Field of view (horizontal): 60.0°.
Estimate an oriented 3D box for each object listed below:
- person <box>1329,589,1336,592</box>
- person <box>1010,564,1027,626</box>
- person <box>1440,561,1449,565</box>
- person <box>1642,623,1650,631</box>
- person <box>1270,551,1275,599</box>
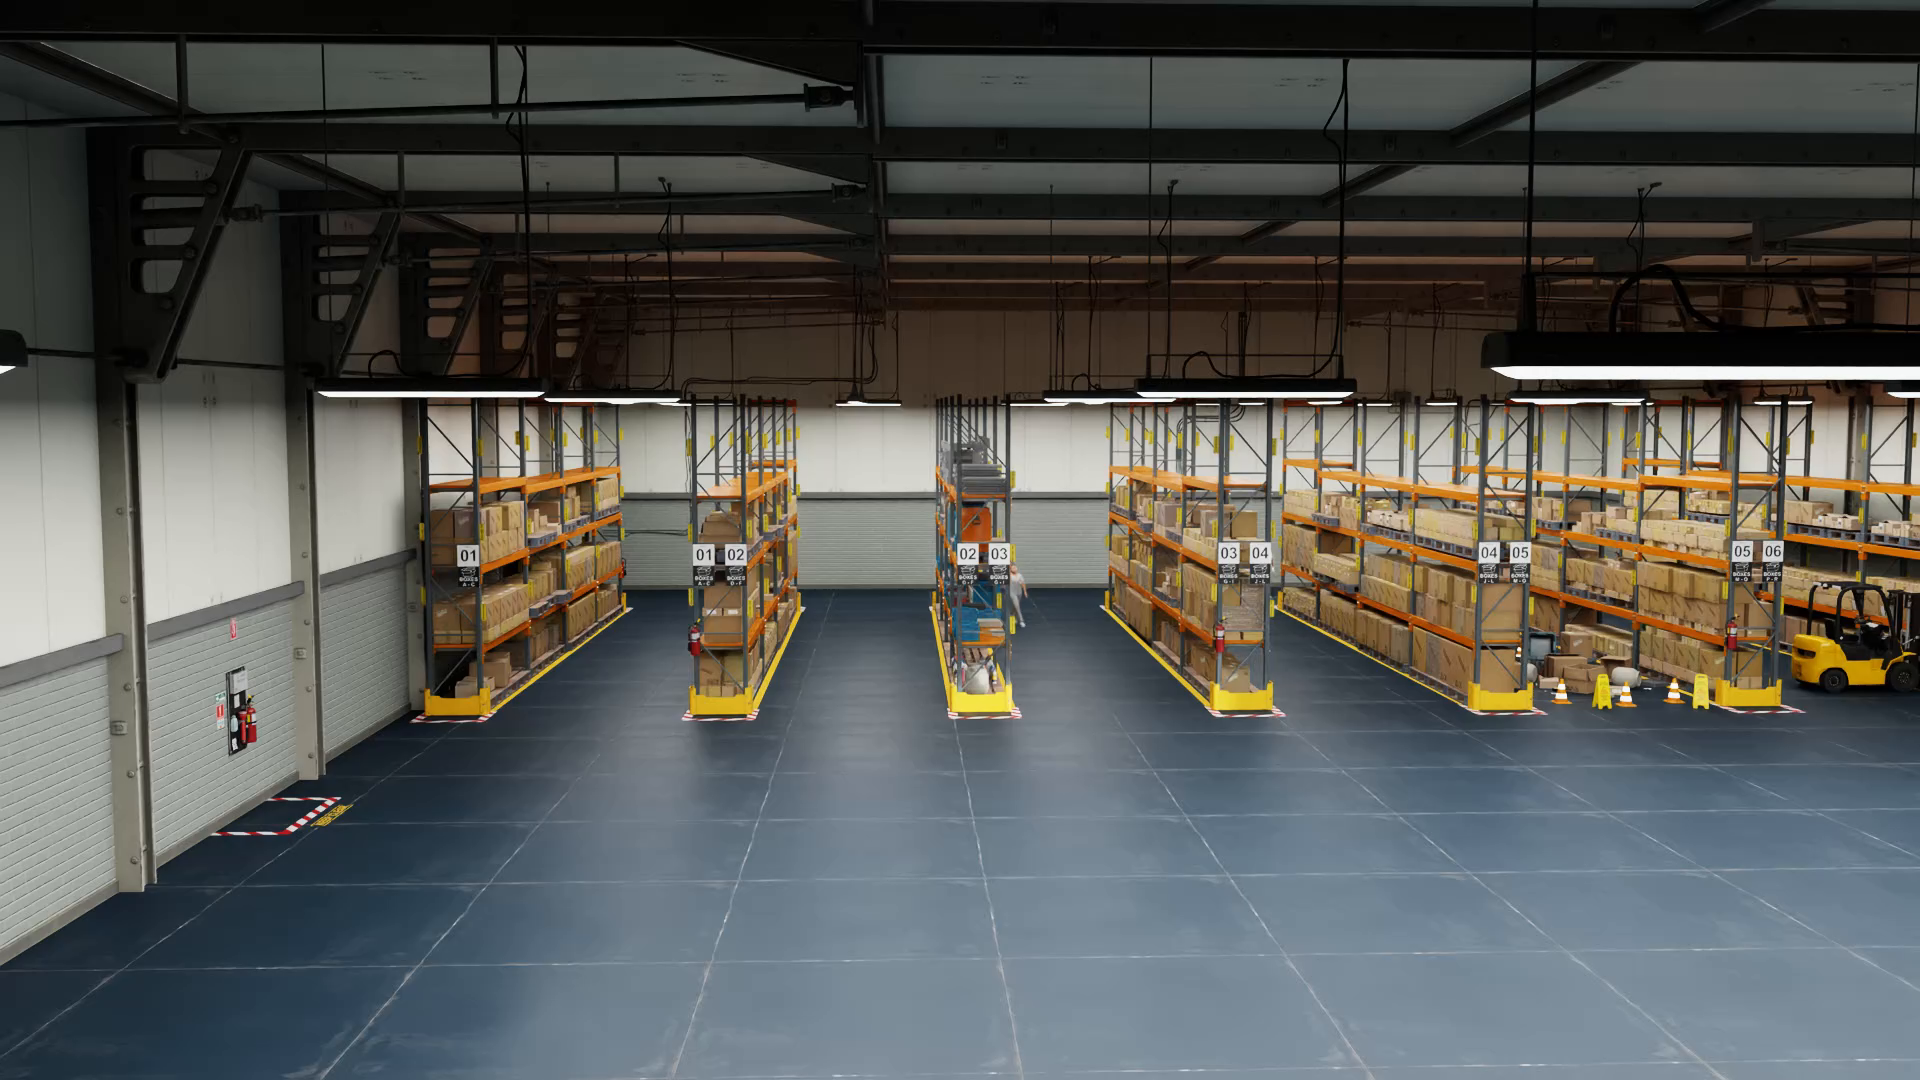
[{"bbox_3d":[11.089,0.991,49.065,0.708,1.704,0.540,0,5,-4],"label":"person"},{"bbox_3d":[1.512,1.437,43.958,0.481,1.609,1.002,-2,5,-29],"label":"person"},{"bbox_3d":[13.054,1.311,44.688,0.609,1.771,0.491,-4,6,-40],"label":"person"},{"bbox_3d":[16.581,1.710,39.683,0.588,1.797,0.400,-2,5,-23],"label":"person"},{"bbox_3d":[9.205,0.876,50.336,0.565,1.773,0.814,-3,5,-34],"label":"person"}]
